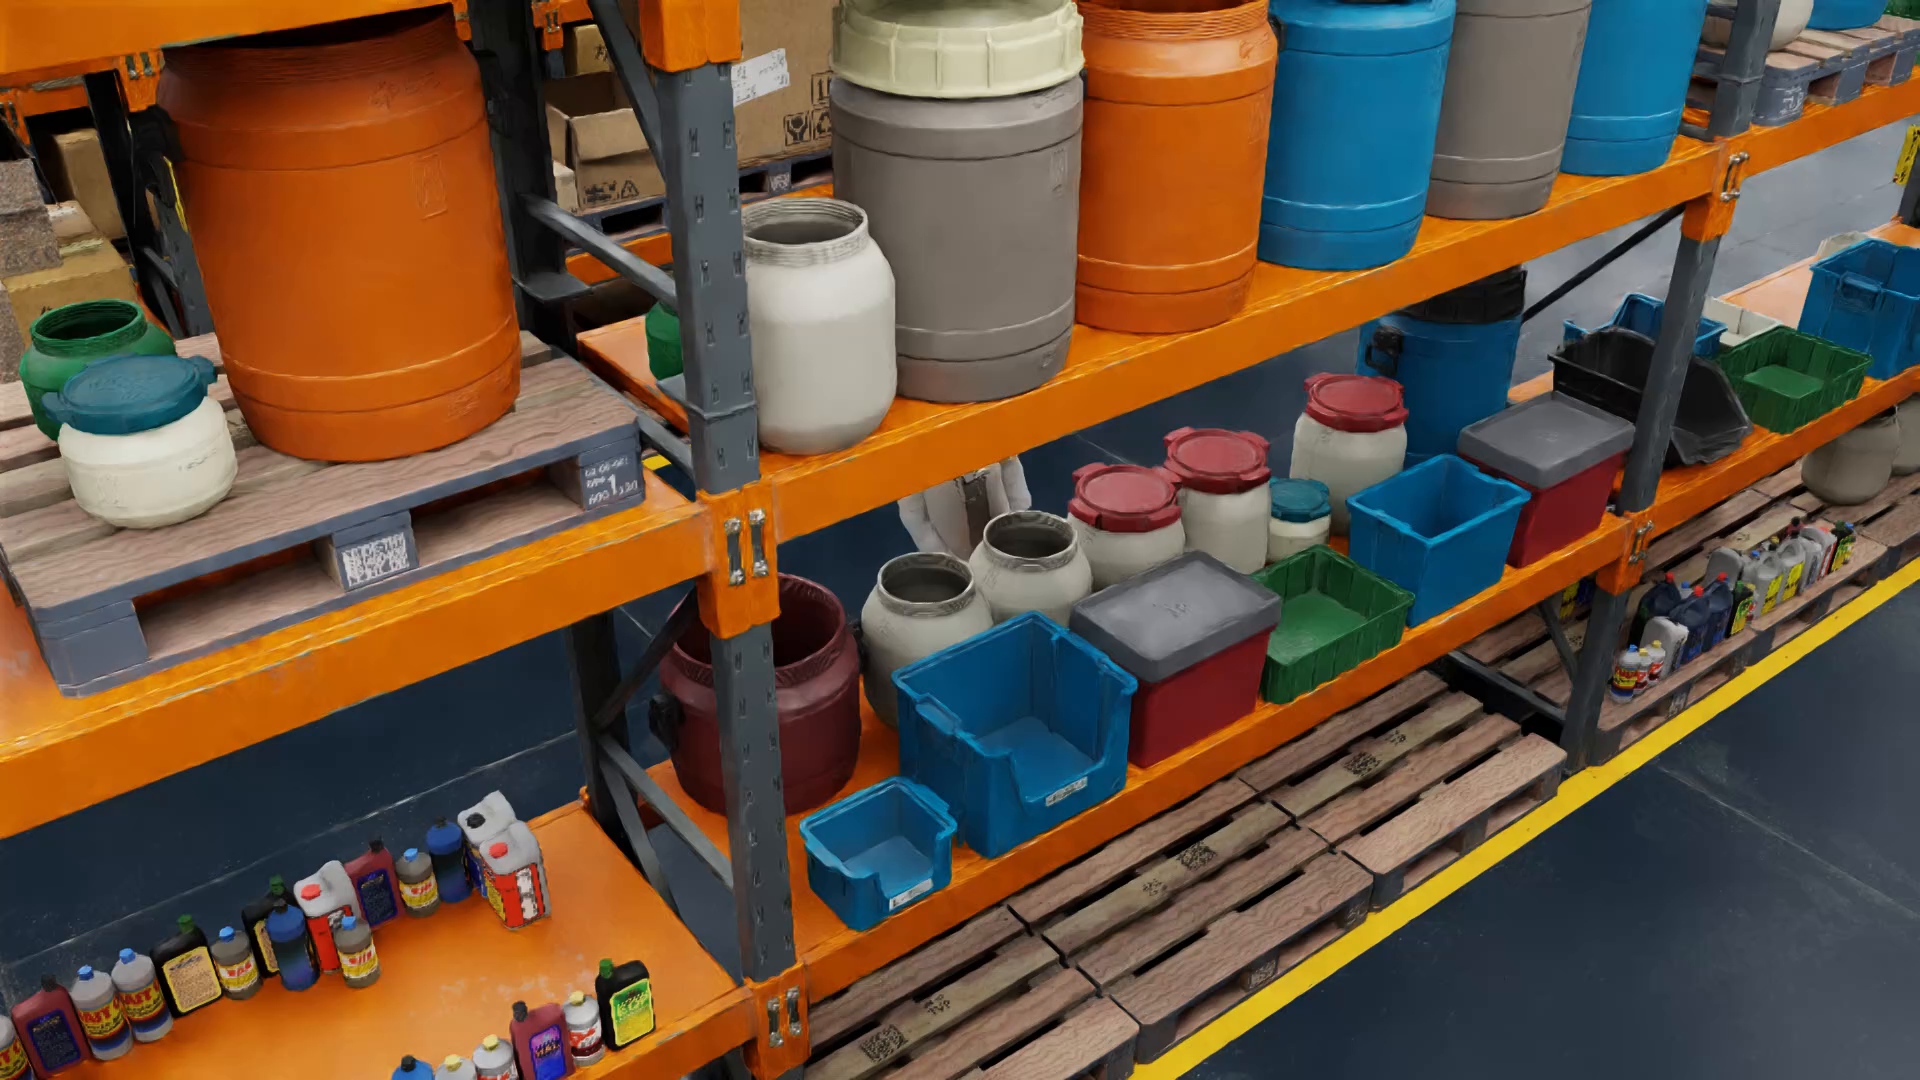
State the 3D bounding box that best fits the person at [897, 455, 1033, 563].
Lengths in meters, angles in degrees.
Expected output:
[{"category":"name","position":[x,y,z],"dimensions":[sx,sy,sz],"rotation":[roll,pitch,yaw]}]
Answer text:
[{"category":"person","position":[0.045,0.006,7.156],"dimensions":[0.740,1.742,0.607],"rotation":[-18,36,-27]}]
